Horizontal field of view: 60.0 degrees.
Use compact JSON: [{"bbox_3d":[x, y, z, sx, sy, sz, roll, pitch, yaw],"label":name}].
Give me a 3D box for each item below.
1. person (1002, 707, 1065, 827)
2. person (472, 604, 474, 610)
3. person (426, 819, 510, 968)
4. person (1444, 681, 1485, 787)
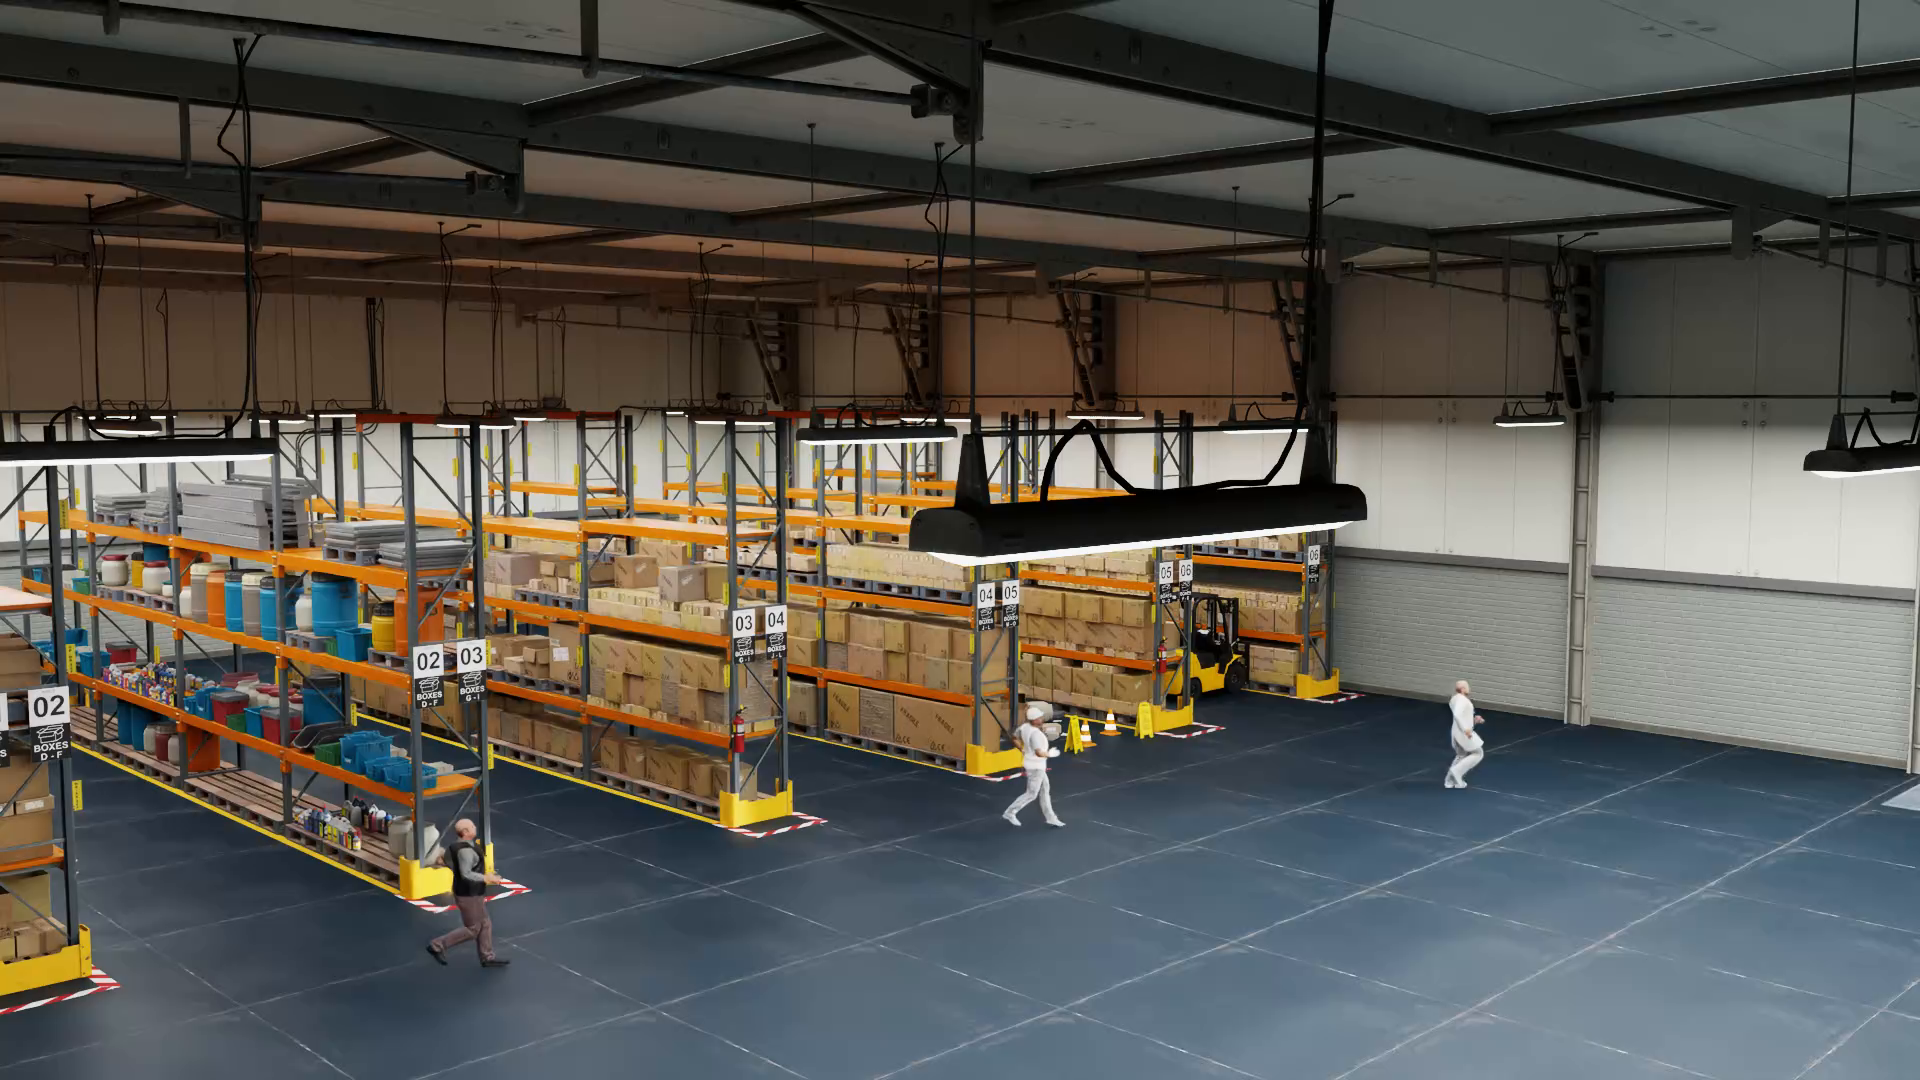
[{"bbox_3d":[1.083,3.329,24.220,0.976,1.801,0.690,-1,5,-11],"label":"person"},{"bbox_3d":[-10.828,2.254,37.135,0.689,1.736,0.565,-5,7,-42],"label":"person"},{"bbox_3d":[-5.413,3.896,18.242,0.891,1.702,0.663,-2,5,-24],"label":"person"},{"bbox_3d":[8.153,3.129,26.791,0.657,1.738,0.694,0,5,-4],"label":"person"}]
